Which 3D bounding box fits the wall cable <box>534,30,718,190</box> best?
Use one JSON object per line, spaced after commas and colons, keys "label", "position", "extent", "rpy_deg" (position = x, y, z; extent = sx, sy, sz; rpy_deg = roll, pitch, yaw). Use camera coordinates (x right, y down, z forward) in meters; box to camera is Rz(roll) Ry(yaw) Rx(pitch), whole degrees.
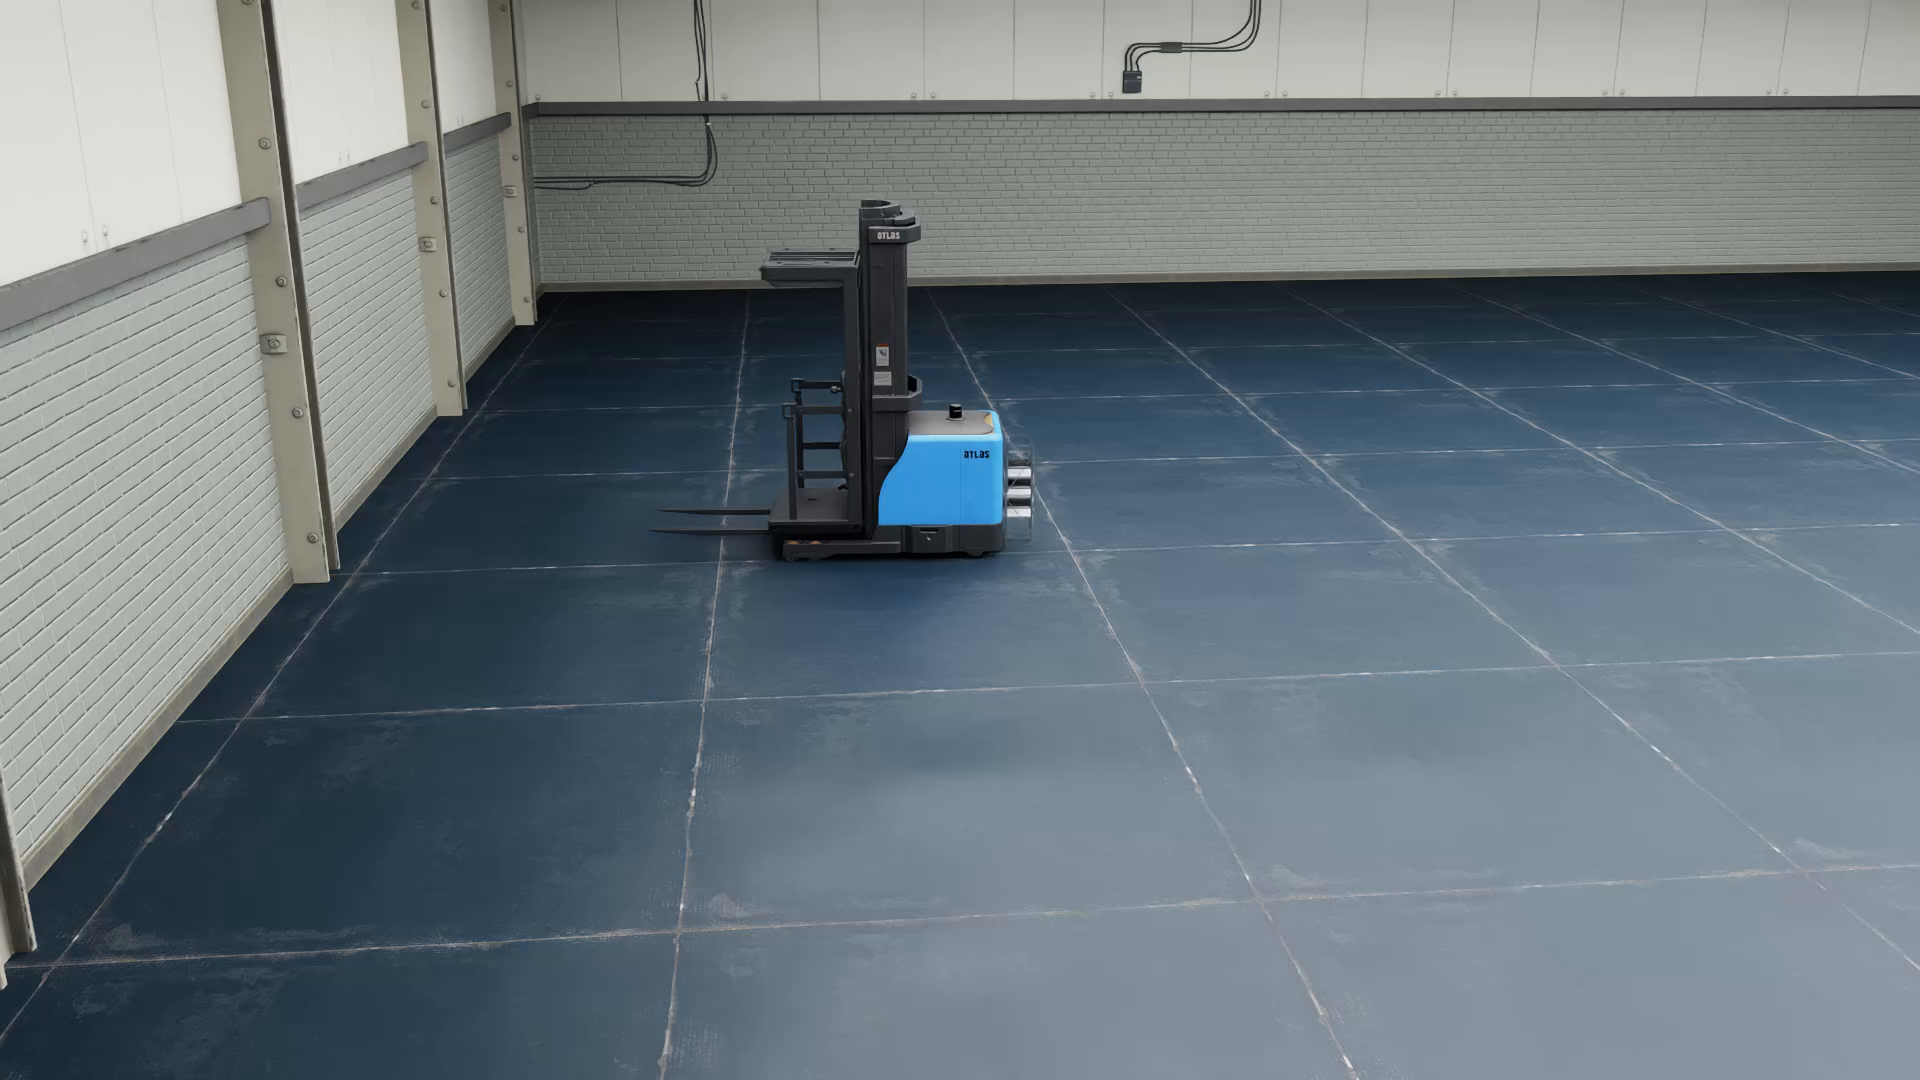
{"label": "wall cable", "position": [-5.559, -7.015, 27.182], "extent": [3.097, 2.526, 0.112], "rpy_deg": [-2, 18, -6]}

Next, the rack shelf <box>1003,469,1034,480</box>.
{"label": "rack shelf", "position": [0.510, -0.558, 14.460], "extent": [0.258, 0.077, 0.200], "rpy_deg": [0, 17, -1]}

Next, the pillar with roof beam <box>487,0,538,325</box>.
{"label": "pillar with roof beam", "position": [-2.288, -7.711, 24.215], "extent": [9.100, 9.000, 0.400], "rpy_deg": [-2, 18, -6]}

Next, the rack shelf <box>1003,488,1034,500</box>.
{"label": "rack shelf", "position": [0.509, -0.386, 14.514], "extent": [0.258, 0.077, 0.200], "rpy_deg": [0, 17, -1]}

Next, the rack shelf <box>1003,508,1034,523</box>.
{"label": "rack shelf", "position": [0.509, -0.214, 14.568], "extent": [0.258, 0.077, 0.200], "rpy_deg": [0, 17, -1]}

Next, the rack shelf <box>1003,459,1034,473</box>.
{"label": "rack shelf", "position": [0.510, -0.643, 14.433], "extent": [0.258, 0.077, 0.200], "rpy_deg": [0, 17, -1]}

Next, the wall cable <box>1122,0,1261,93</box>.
{"label": "wall cable", "position": [3.885, -10.408, 27.127], "extent": [2.305, 6.003, 0.169], "rpy_deg": [-2, 18, -6]}

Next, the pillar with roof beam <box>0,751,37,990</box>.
{"label": "pillar with roof beam", "position": [-0.432, -2.348, 7.133], "extent": [9.100, 9.000, 0.400], "rpy_deg": [-2, 18, -6]}

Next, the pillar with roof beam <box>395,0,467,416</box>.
{"label": "pillar with roof beam", "position": [-1.670, -5.923, 18.521], "extent": [9.100, 9.000, 0.400], "rpy_deg": [-2, 18, -6]}

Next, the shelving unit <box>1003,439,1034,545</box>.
{"label": "shelving unit", "position": [0.509, -0.418, 14.504], "extent": [0.258, 0.900, 0.210], "rpy_deg": [0, 17, -1]}

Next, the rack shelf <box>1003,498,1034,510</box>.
{"label": "rack shelf", "position": [0.509, -0.300, 14.541], "extent": [0.258, 0.077, 0.200], "rpy_deg": [0, 17, -1]}

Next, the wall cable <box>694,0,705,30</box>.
{"label": "wall cable", "position": [-2.868, -9.508, 26.692], "extent": [3.097, 2.526, 0.112], "rpy_deg": [-2, 18, -6]}

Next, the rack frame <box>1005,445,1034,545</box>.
{"label": "rack frame", "position": [0.512, -0.387, 14.407], "extent": [0.240, 0.900, 0.006], "rpy_deg": [0, 17, -1]}

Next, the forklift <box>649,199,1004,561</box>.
{"label": "forklift", "position": [-1.154, -1.379, 14.178], "extent": [3.031, 2.935, 1.130], "rpy_deg": [0, 17, -1]}

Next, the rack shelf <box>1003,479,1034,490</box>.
{"label": "rack shelf", "position": [0.509, -0.472, 14.487], "extent": [0.258, 0.077, 0.200], "rpy_deg": [0, 17, -1]}

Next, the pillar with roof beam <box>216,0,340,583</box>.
{"label": "pillar with roof beam", "position": [-1.051, -4.136, 12.827], "extent": [9.100, 9.000, 0.400], "rpy_deg": [-2, 18, -6]}

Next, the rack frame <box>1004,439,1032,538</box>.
{"label": "rack frame", "position": [0.507, -0.448, 14.601], "extent": [0.240, 0.900, 0.006], "rpy_deg": [0, 17, -1]}
